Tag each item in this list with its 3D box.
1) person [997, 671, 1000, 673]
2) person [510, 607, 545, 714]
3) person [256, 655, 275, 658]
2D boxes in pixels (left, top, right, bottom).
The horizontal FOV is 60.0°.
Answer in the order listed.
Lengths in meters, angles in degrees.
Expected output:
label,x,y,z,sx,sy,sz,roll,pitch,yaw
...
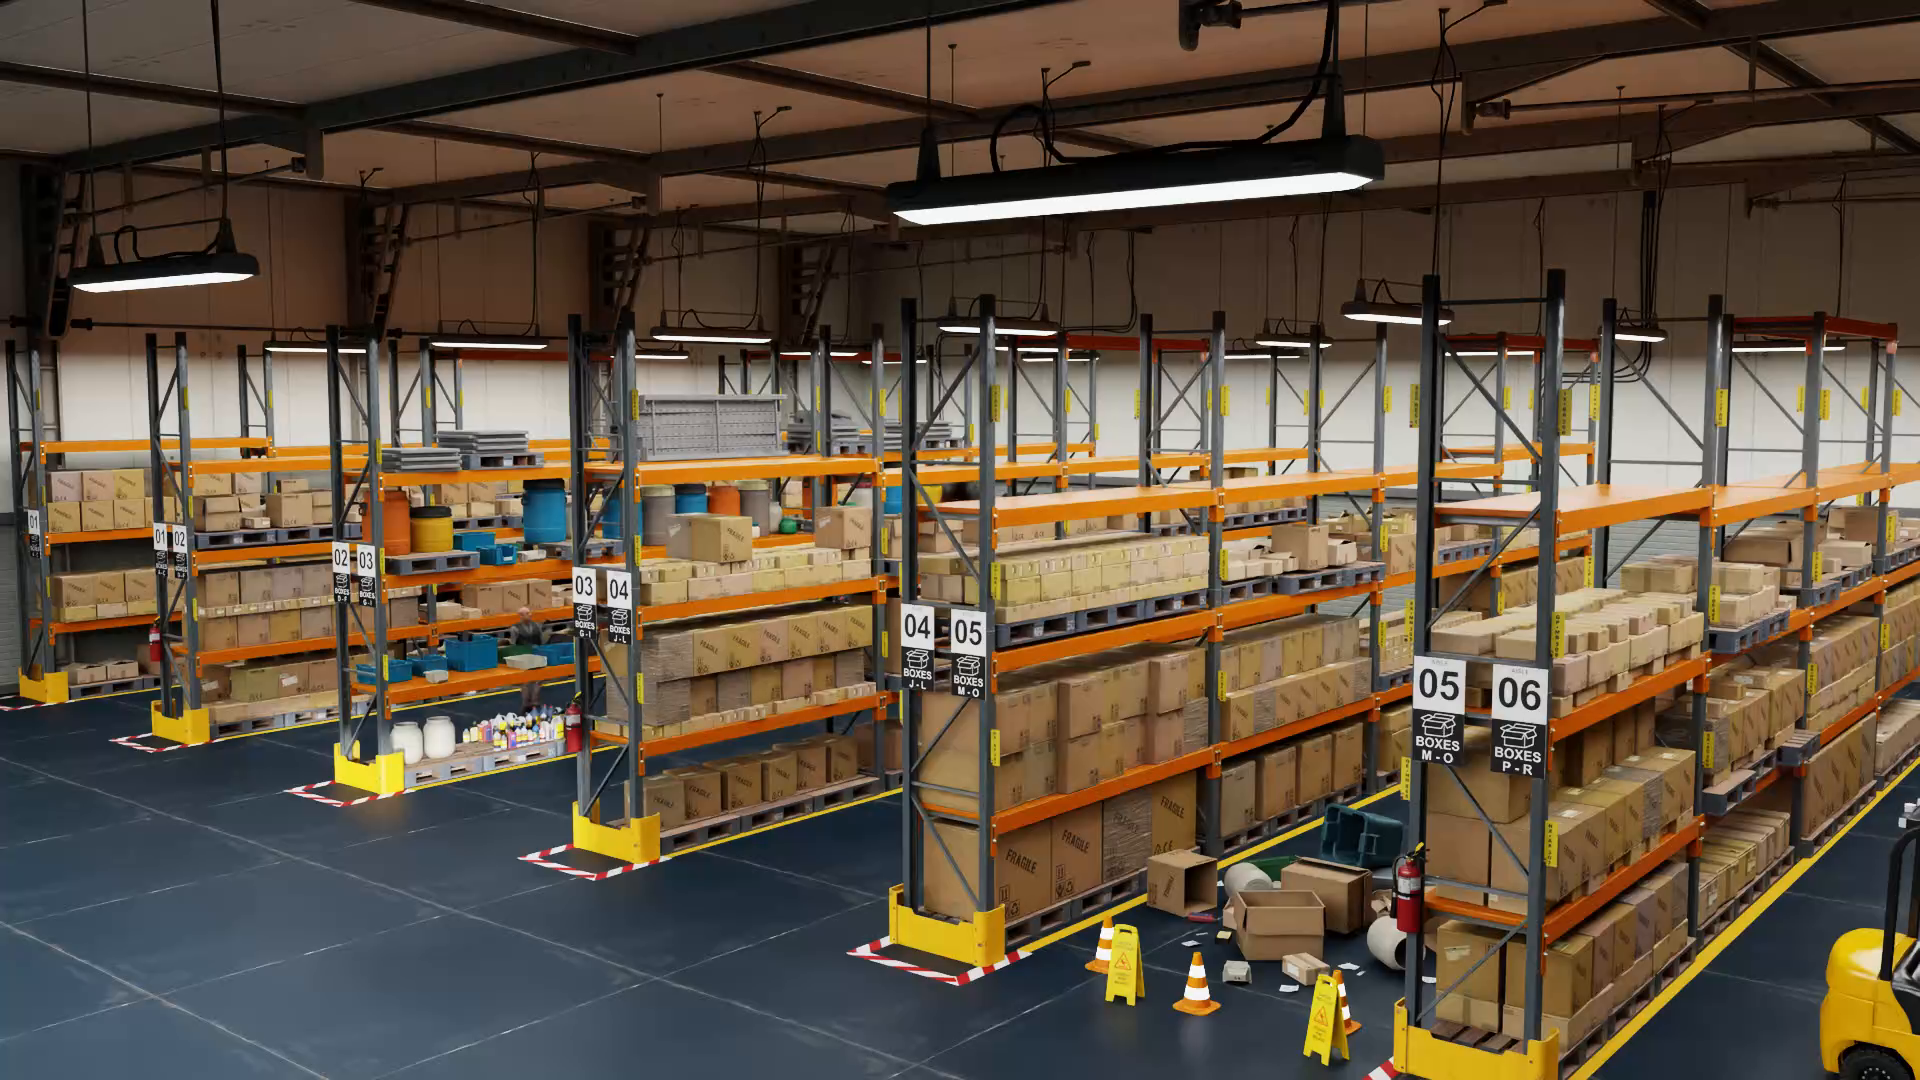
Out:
label,x,y,z,sx,sy,sz,roll,pitch,yaw
person,0.478,2.316,20.874,0.495,1.689,0.493,-1,5,-14
person,-6.903,1.918,26.584,0.582,1.722,0.389,-2,6,-25
person,-11.925,1.780,28.743,0.528,1.630,0.634,-1,5,-12
